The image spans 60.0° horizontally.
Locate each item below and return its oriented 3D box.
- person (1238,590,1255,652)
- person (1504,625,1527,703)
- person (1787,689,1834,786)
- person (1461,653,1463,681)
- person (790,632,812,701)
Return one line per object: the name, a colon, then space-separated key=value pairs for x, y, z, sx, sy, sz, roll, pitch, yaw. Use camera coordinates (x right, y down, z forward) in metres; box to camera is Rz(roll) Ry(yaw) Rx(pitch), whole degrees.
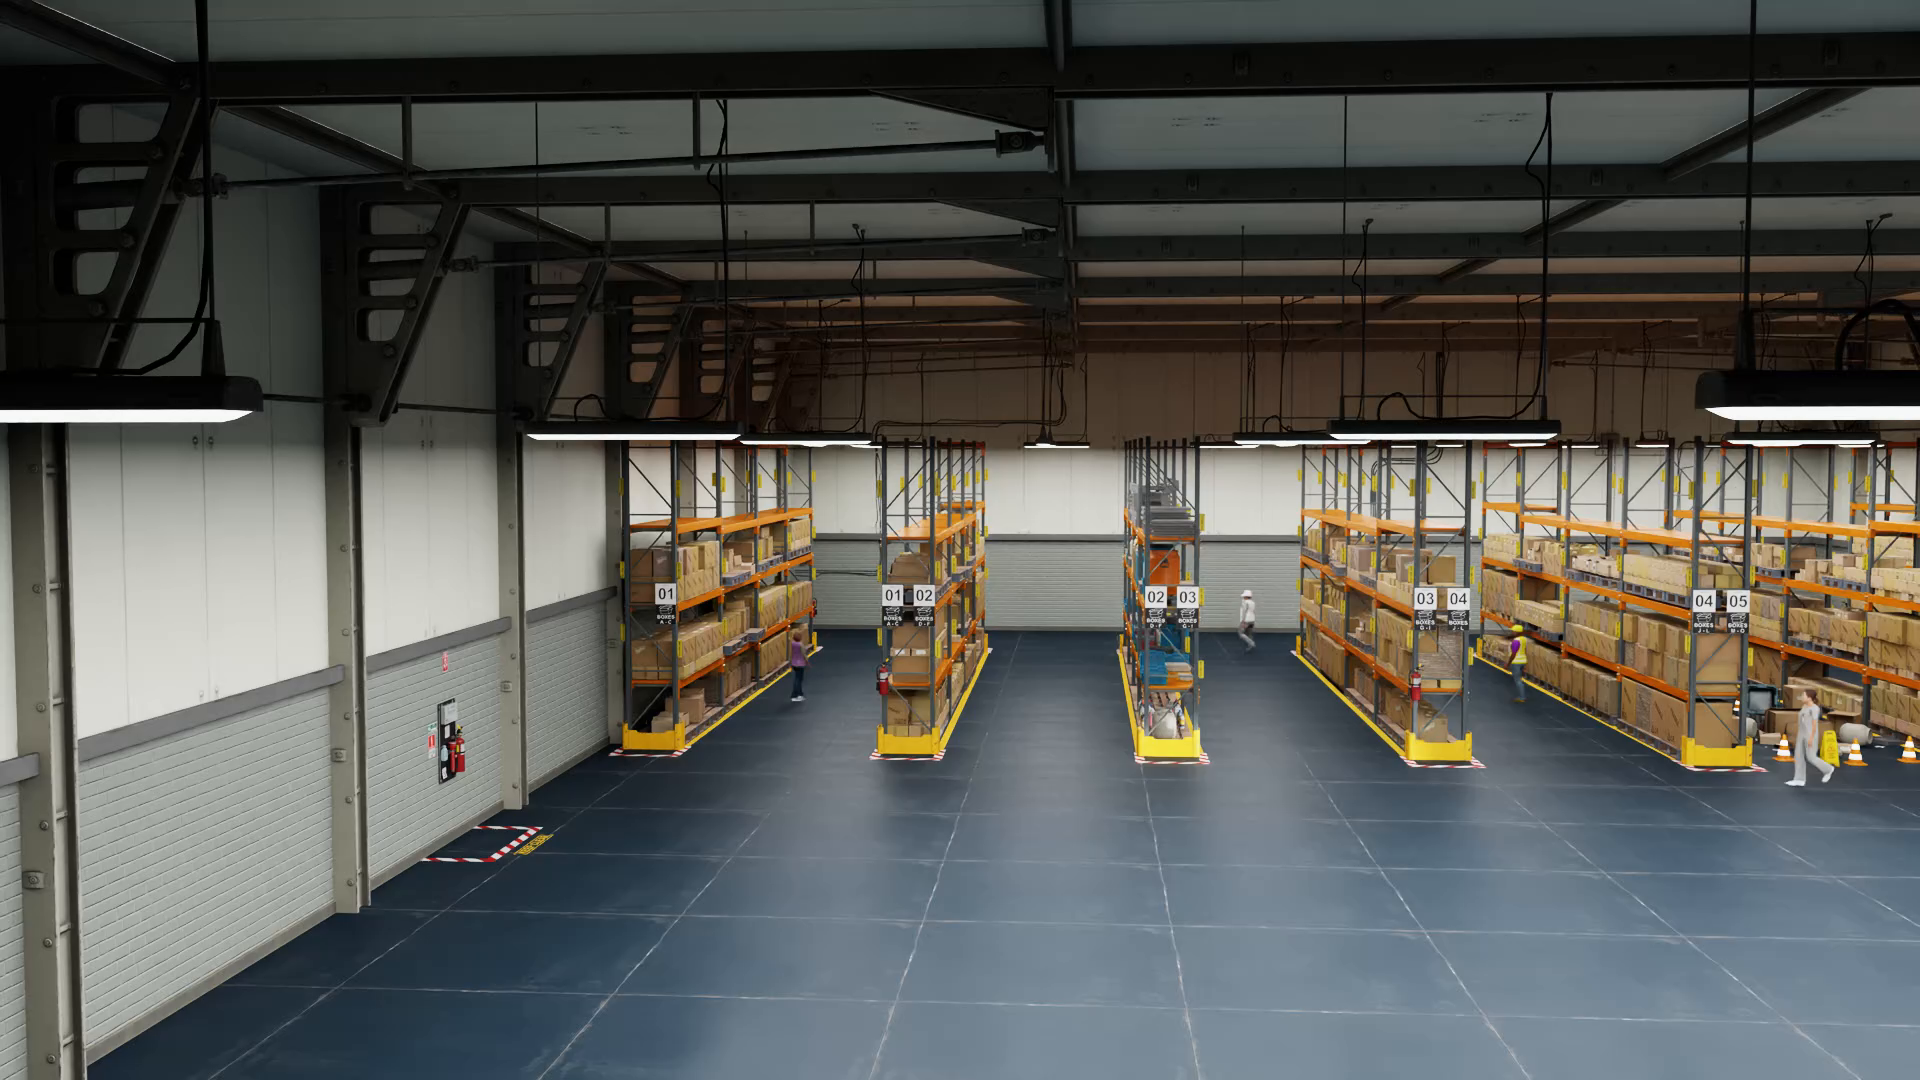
person: x=8.184 y=2.313 z=47.146 sx=0.483 sy=1.768 sz=0.667 roll=2 pitch=4 yaw=31
person: x=12.667 y=2.839 z=37.793 sx=0.617 sy=1.825 sz=0.493 roll=-2 pitch=4 yaw=-36
person: x=14.512 y=3.363 z=28.367 sx=0.742 sy=1.660 sz=0.422 roll=-1 pitch=3 yaw=-17
person: x=11.610 y=2.794 z=39.112 sx=0.425 sy=1.666 sz=0.503 roll=-1 pitch=3 yaw=-19
person: x=-3.655 y=2.911 z=37.982 sx=0.440 sy=1.642 sz=0.581 roll=3 pitch=4 yaw=42
